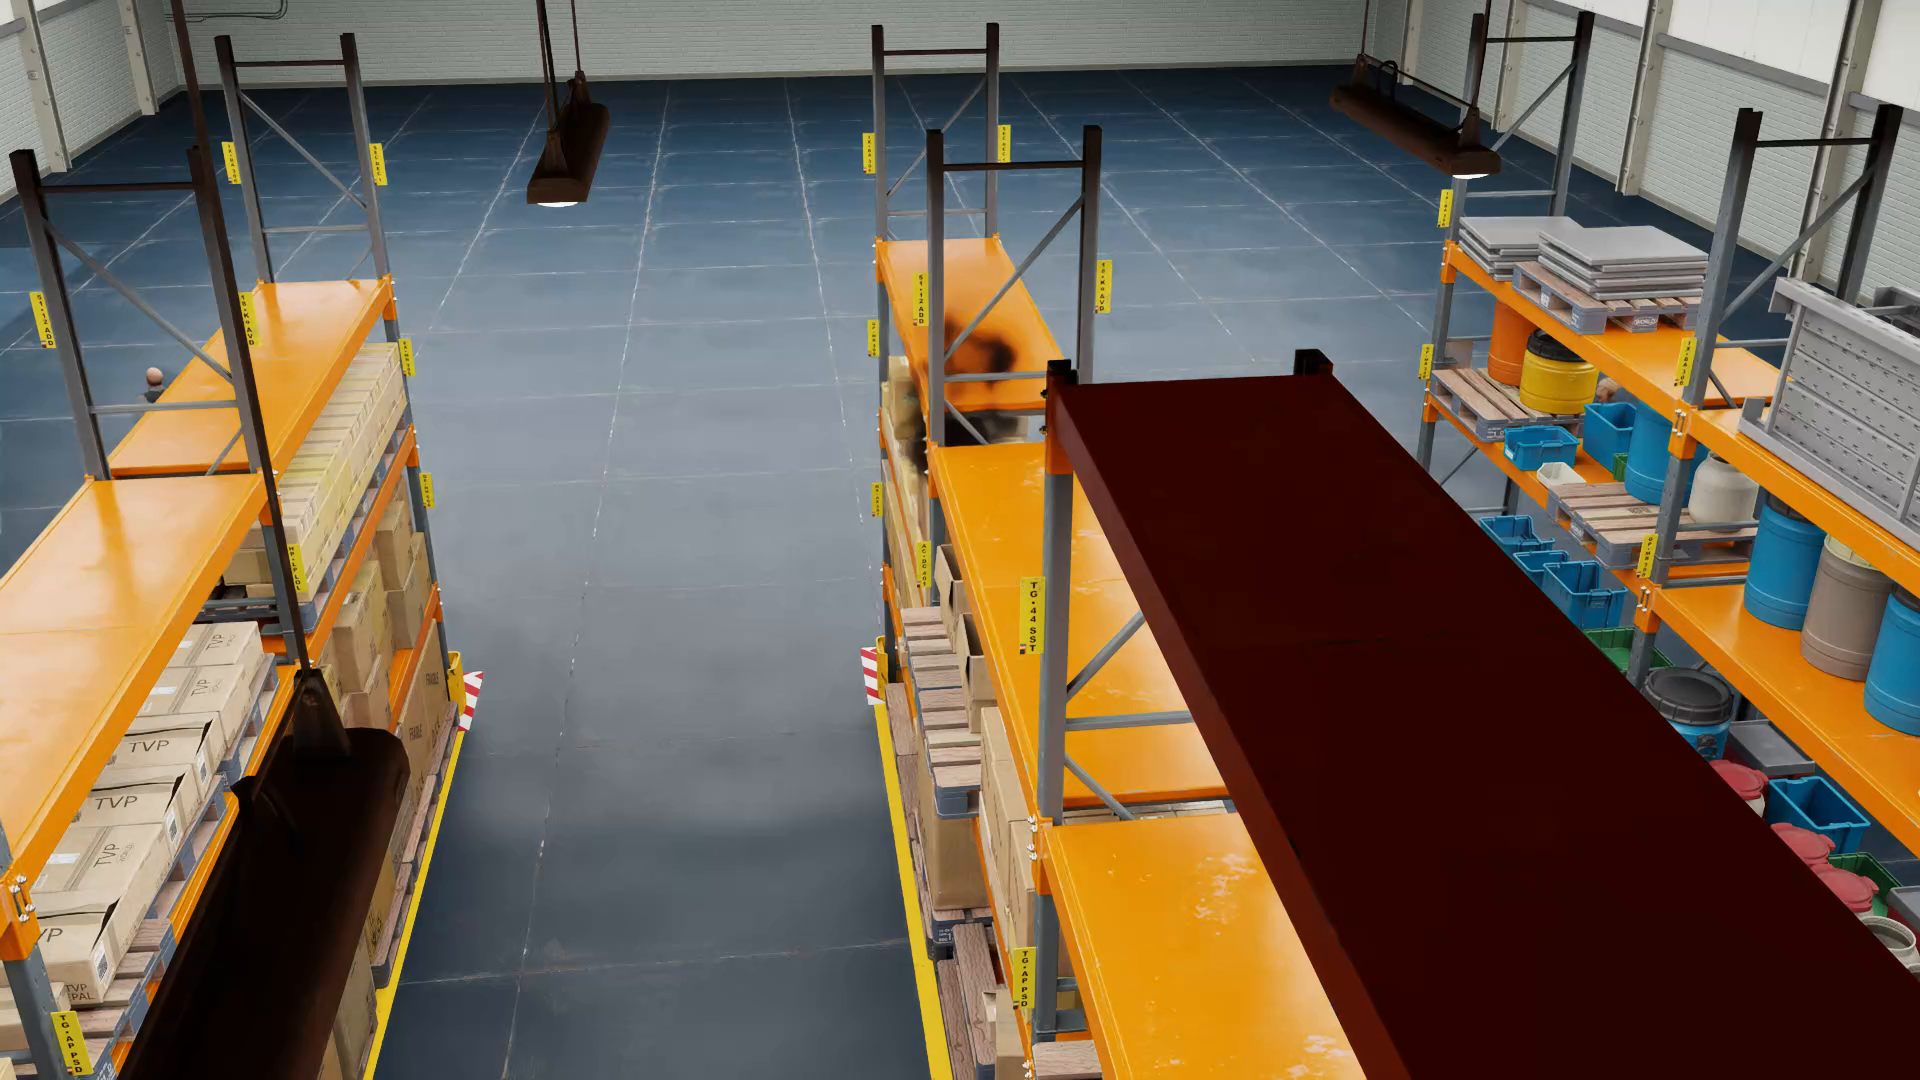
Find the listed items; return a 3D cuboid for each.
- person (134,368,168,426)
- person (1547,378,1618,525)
[{"bbox_3d":[-9.133,-1.167,19.007,0.542,1.677,0.672,19,32,35],"label":"person"},{"bbox_3d":[7.133,-0.943,18.469,0.920,1.778,0.718,9,27,18],"label":"person"}]
